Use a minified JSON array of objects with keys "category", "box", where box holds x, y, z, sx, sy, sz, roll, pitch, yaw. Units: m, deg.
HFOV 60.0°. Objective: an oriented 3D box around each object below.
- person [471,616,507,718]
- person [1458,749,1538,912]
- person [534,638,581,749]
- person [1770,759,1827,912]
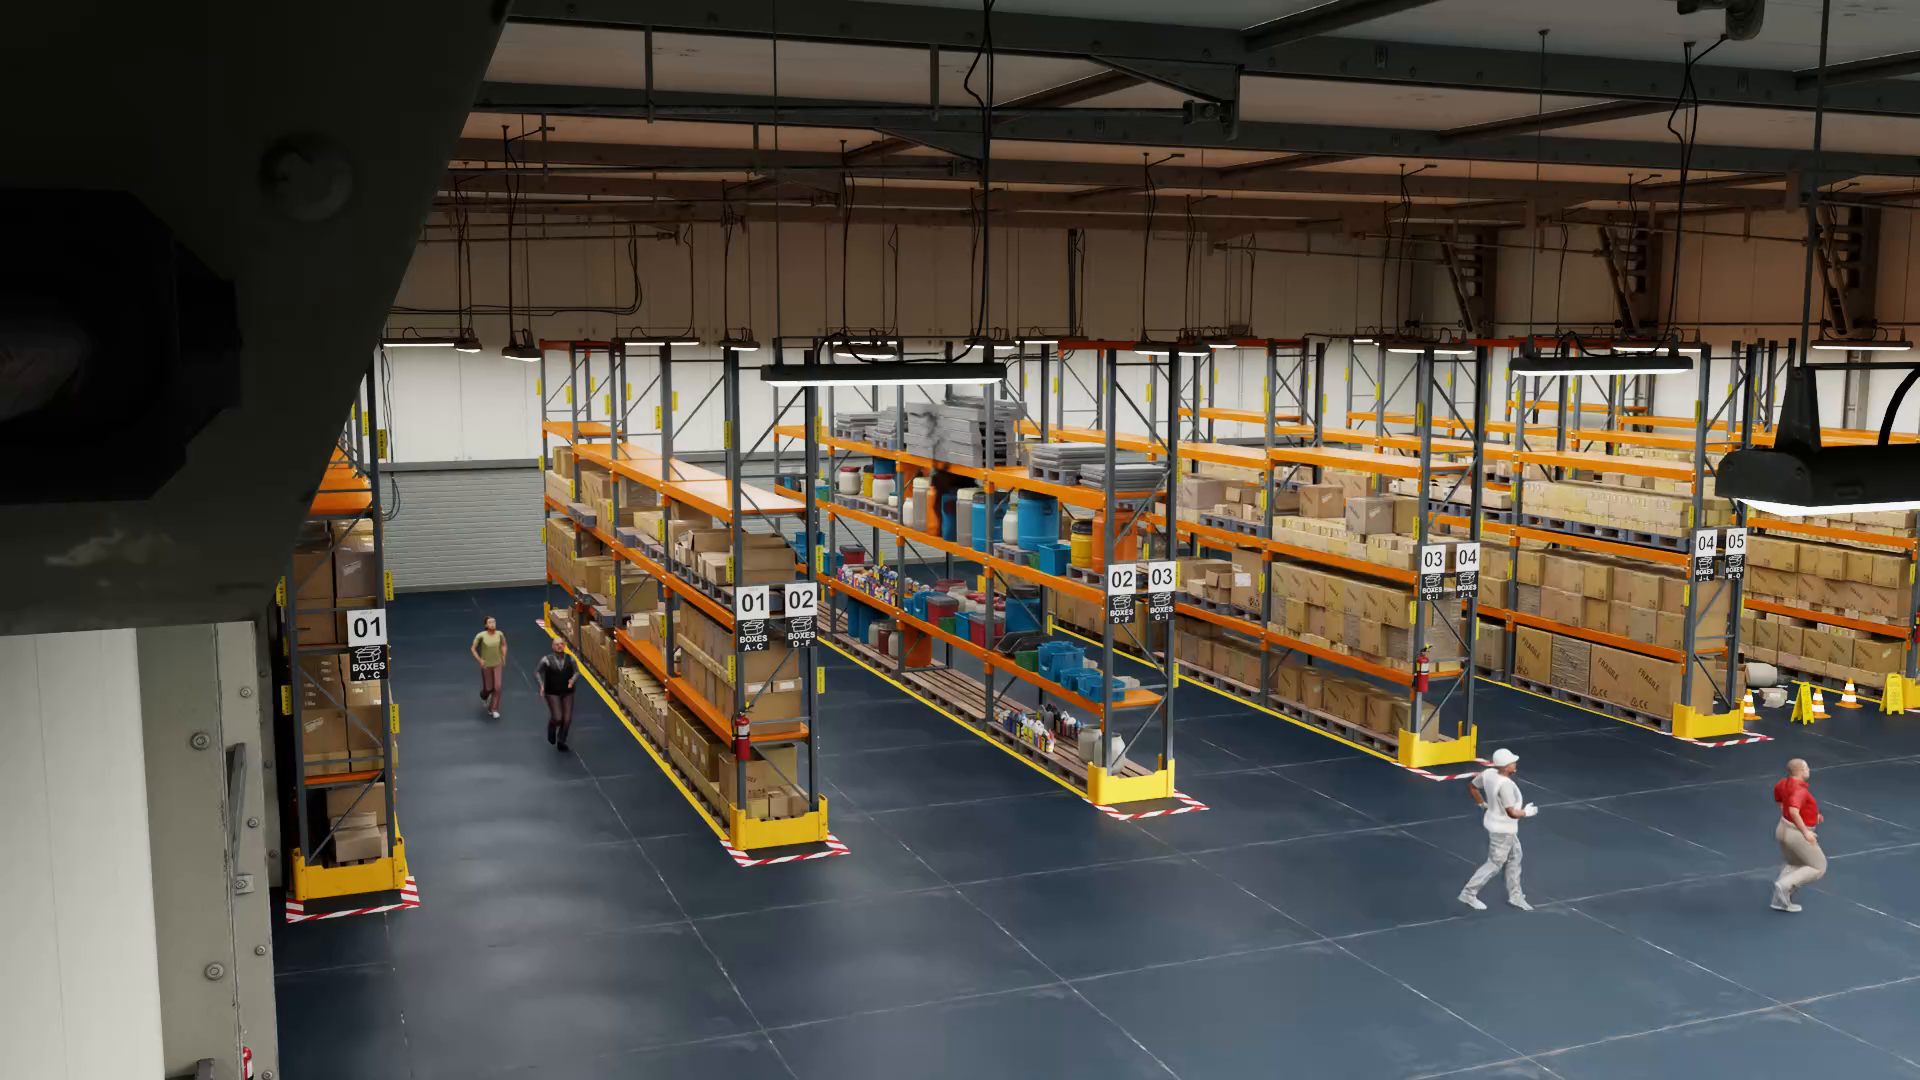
[{"category":"person","box":[-7.621,2.032,26.974,0.570,1.631,0.669,-4,9,-30]},{"category":"person","box":[5.797,3.137,17.853,0.856,1.835,0.683,0,7,3]},{"category":"person","box":[-5.931,2.297,24.681,0.657,1.679,0.575,-4,8,-26]},{"category":"person","box":[9.041,3.181,17.899,0.590,1.686,0.657,0,7,-1]}]
